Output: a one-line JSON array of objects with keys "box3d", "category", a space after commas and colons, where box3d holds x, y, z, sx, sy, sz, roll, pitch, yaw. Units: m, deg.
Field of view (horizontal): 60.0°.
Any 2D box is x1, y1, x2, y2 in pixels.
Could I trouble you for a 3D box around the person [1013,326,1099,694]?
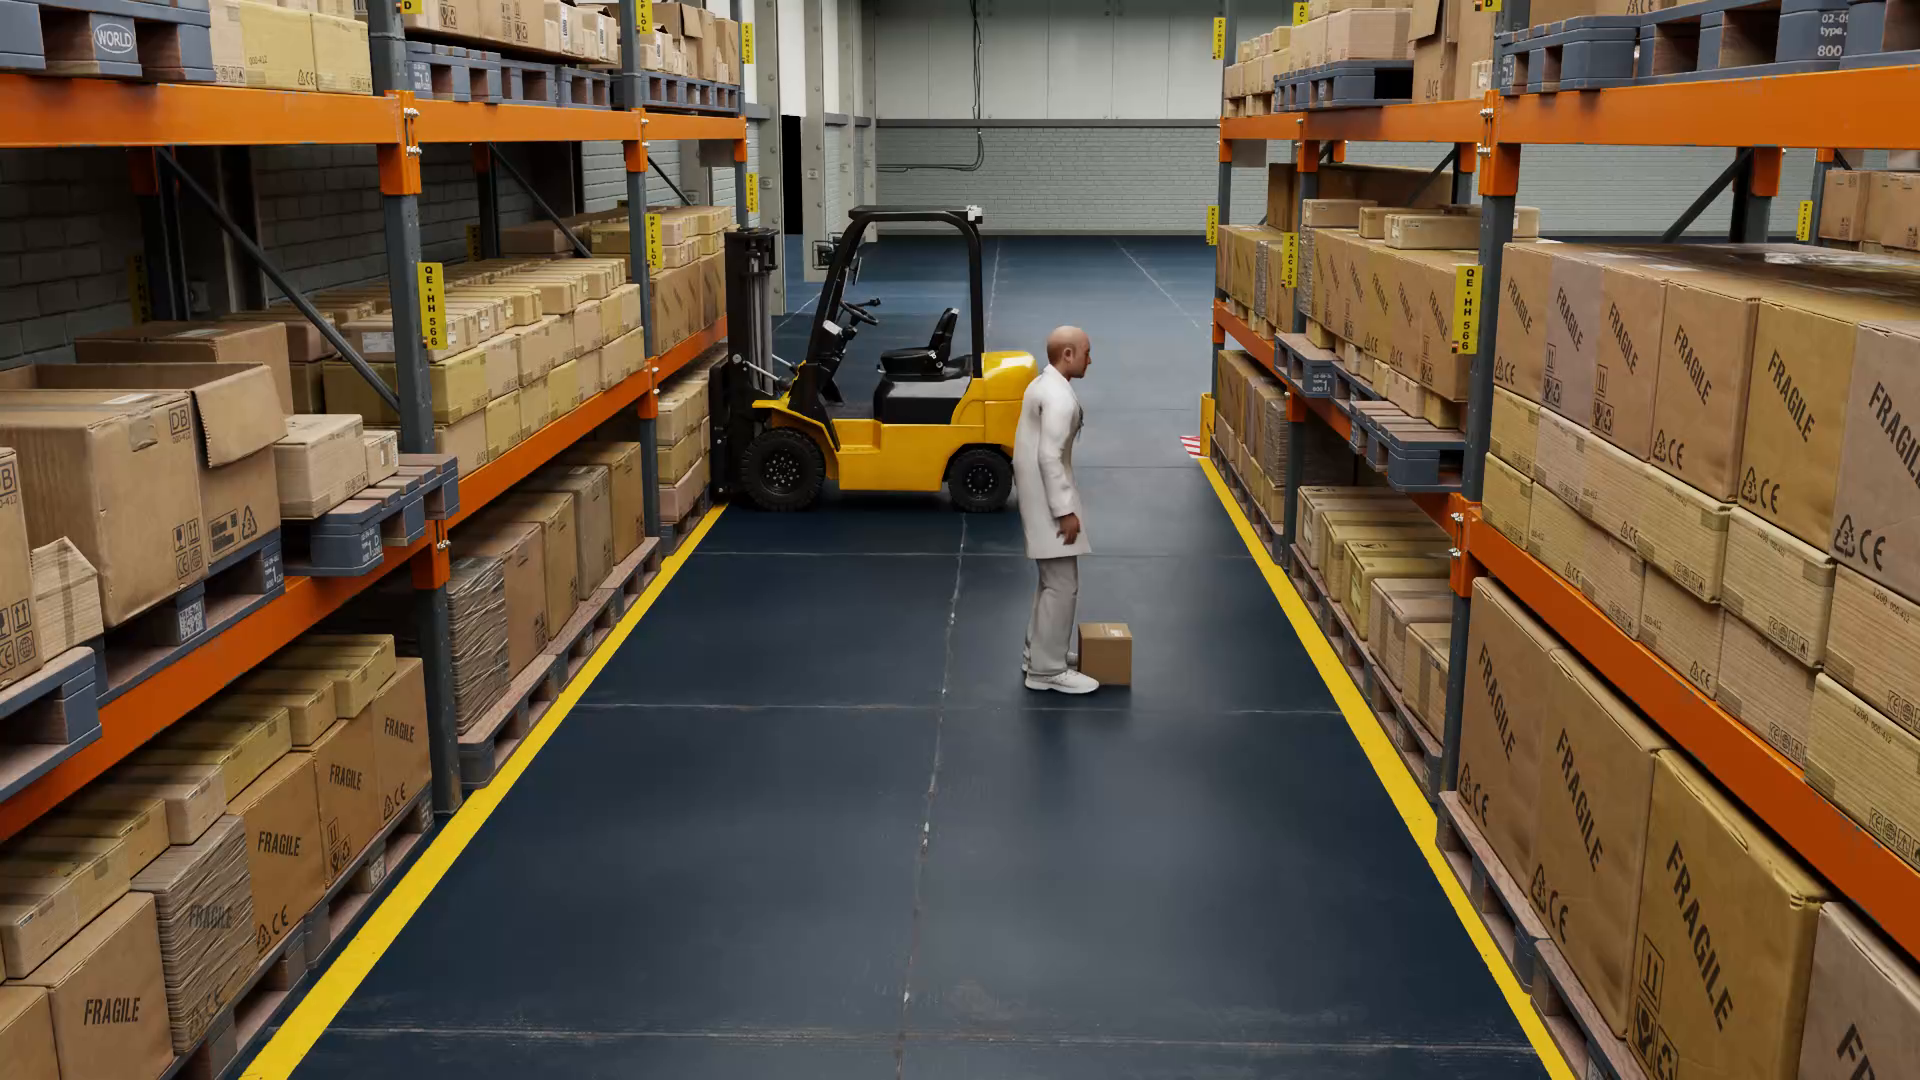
[{"box3d": [0.476, -0.169, 8.225, 0.429, 1.772, 0.648, 0, 14, -2], "category": "person"}]
